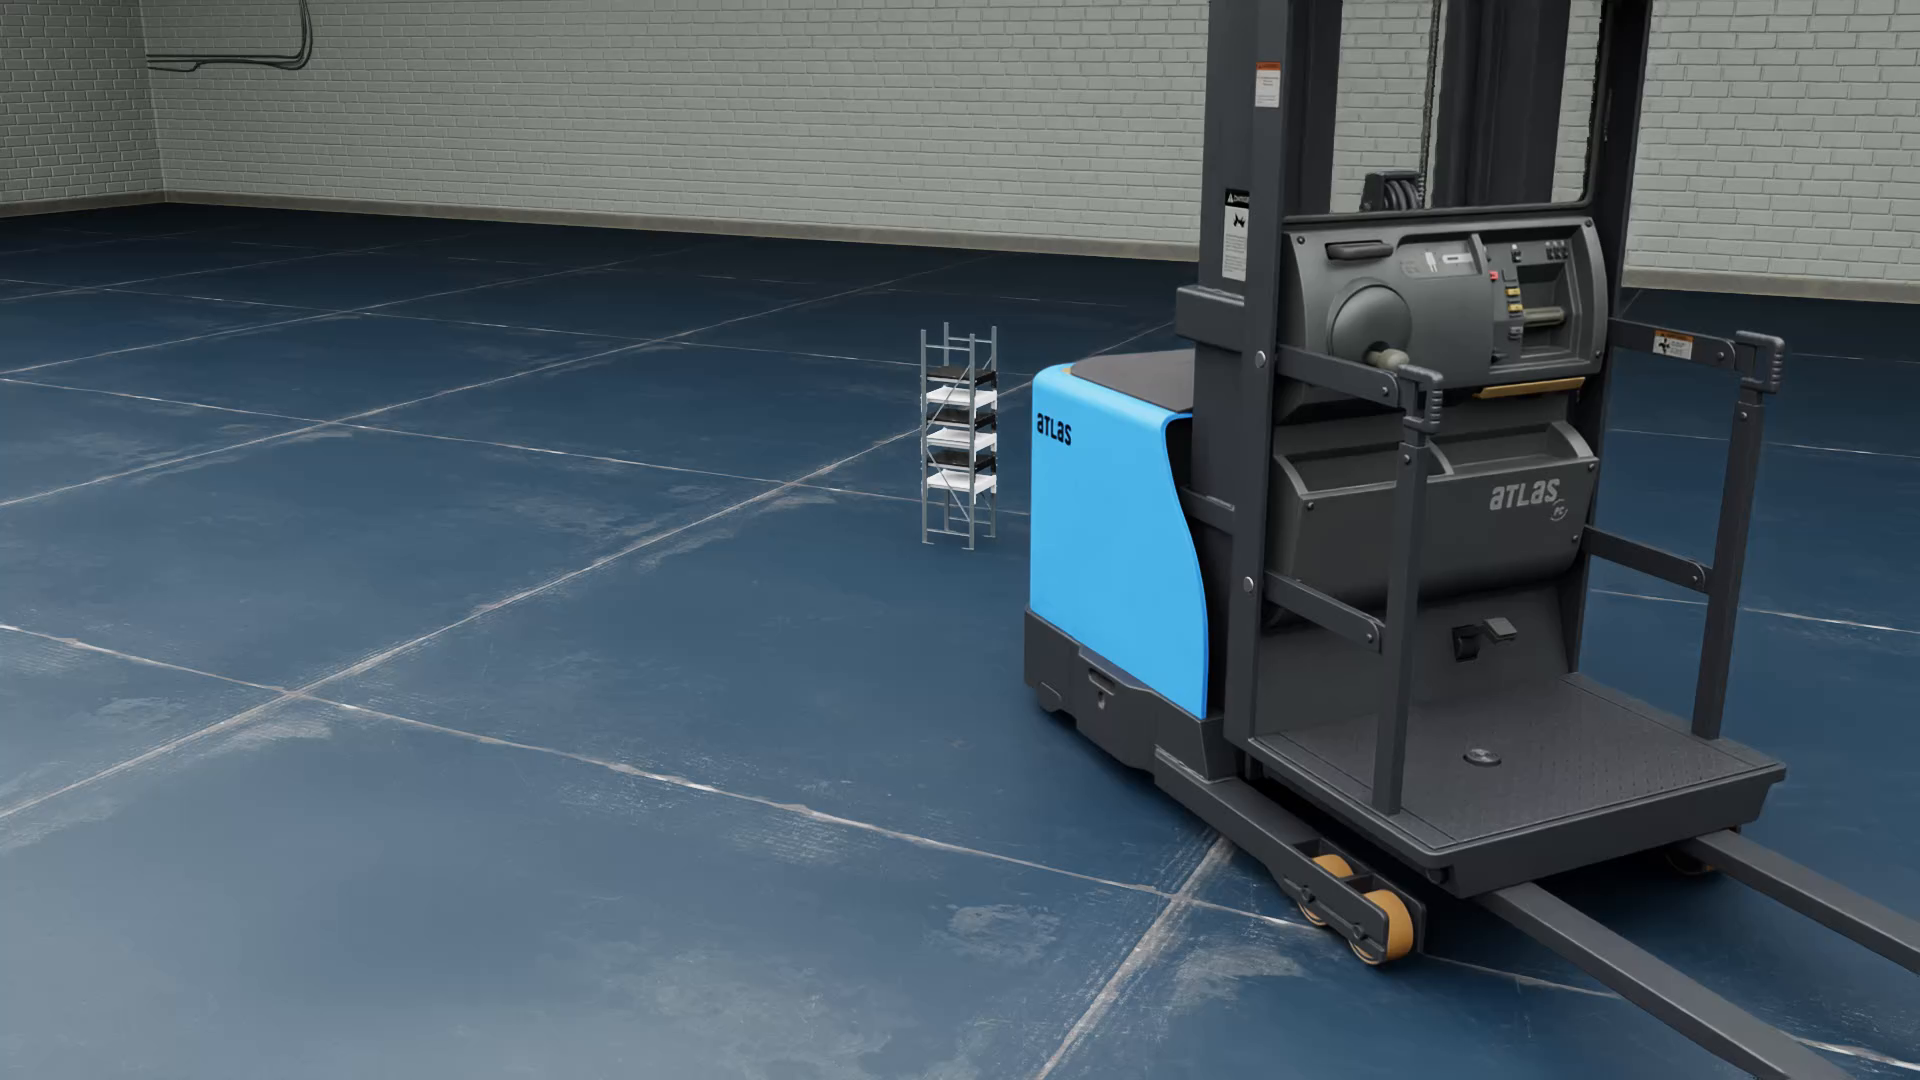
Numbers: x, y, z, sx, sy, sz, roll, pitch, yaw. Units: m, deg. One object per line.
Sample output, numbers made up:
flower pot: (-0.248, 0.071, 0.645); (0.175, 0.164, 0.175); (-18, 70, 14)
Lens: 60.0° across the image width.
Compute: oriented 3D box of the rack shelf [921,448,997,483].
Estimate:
rack shelf: (-0.004, -0.311, 6.924); (0.258, 0.077, 0.200); (8, 18, 25)

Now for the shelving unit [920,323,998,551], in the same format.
shelving unit: (-0.004, -0.429, 6.889); (0.258, 0.900, 0.210); (8, 18, 25)

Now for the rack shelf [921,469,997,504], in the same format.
rack shelf: (-0.004, -0.225, 6.950); (0.258, 0.077, 0.200); (8, 18, 25)

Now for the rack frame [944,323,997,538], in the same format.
rack frame: (0.042, -0.455, 6.976); (0.240, 0.900, 0.006); (8, 18, 25)

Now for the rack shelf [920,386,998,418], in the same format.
rack shelf: (-0.004, -0.570, 6.848); (0.258, 0.077, 0.200); (8, 18, 25)

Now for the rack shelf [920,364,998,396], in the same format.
rack shelf: (-0.004, -0.656, 6.822); (0.258, 0.077, 0.200); (8, 18, 25)

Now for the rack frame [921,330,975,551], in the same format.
rack frame: (-0.049, -0.403, 6.802); (0.240, 0.900, 0.006); (8, 18, 25)

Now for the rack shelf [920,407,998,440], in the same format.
rack shelf: (-0.004, -0.484, 6.873); (0.258, 0.077, 0.200); (8, 18, 25)

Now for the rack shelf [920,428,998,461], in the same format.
rack shelf: (-0.004, -0.397, 6.899); (0.258, 0.077, 0.200); (8, 18, 25)

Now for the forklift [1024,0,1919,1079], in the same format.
forklift: (1.286, -0.582, 3.836); (1.130, 2.935, 3.031); (-8, 18, -24)

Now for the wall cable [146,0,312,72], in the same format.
wall cable: (-9.333, -7.154, 20.759); (3.097, 2.526, 0.112); (8, 18, 25)
